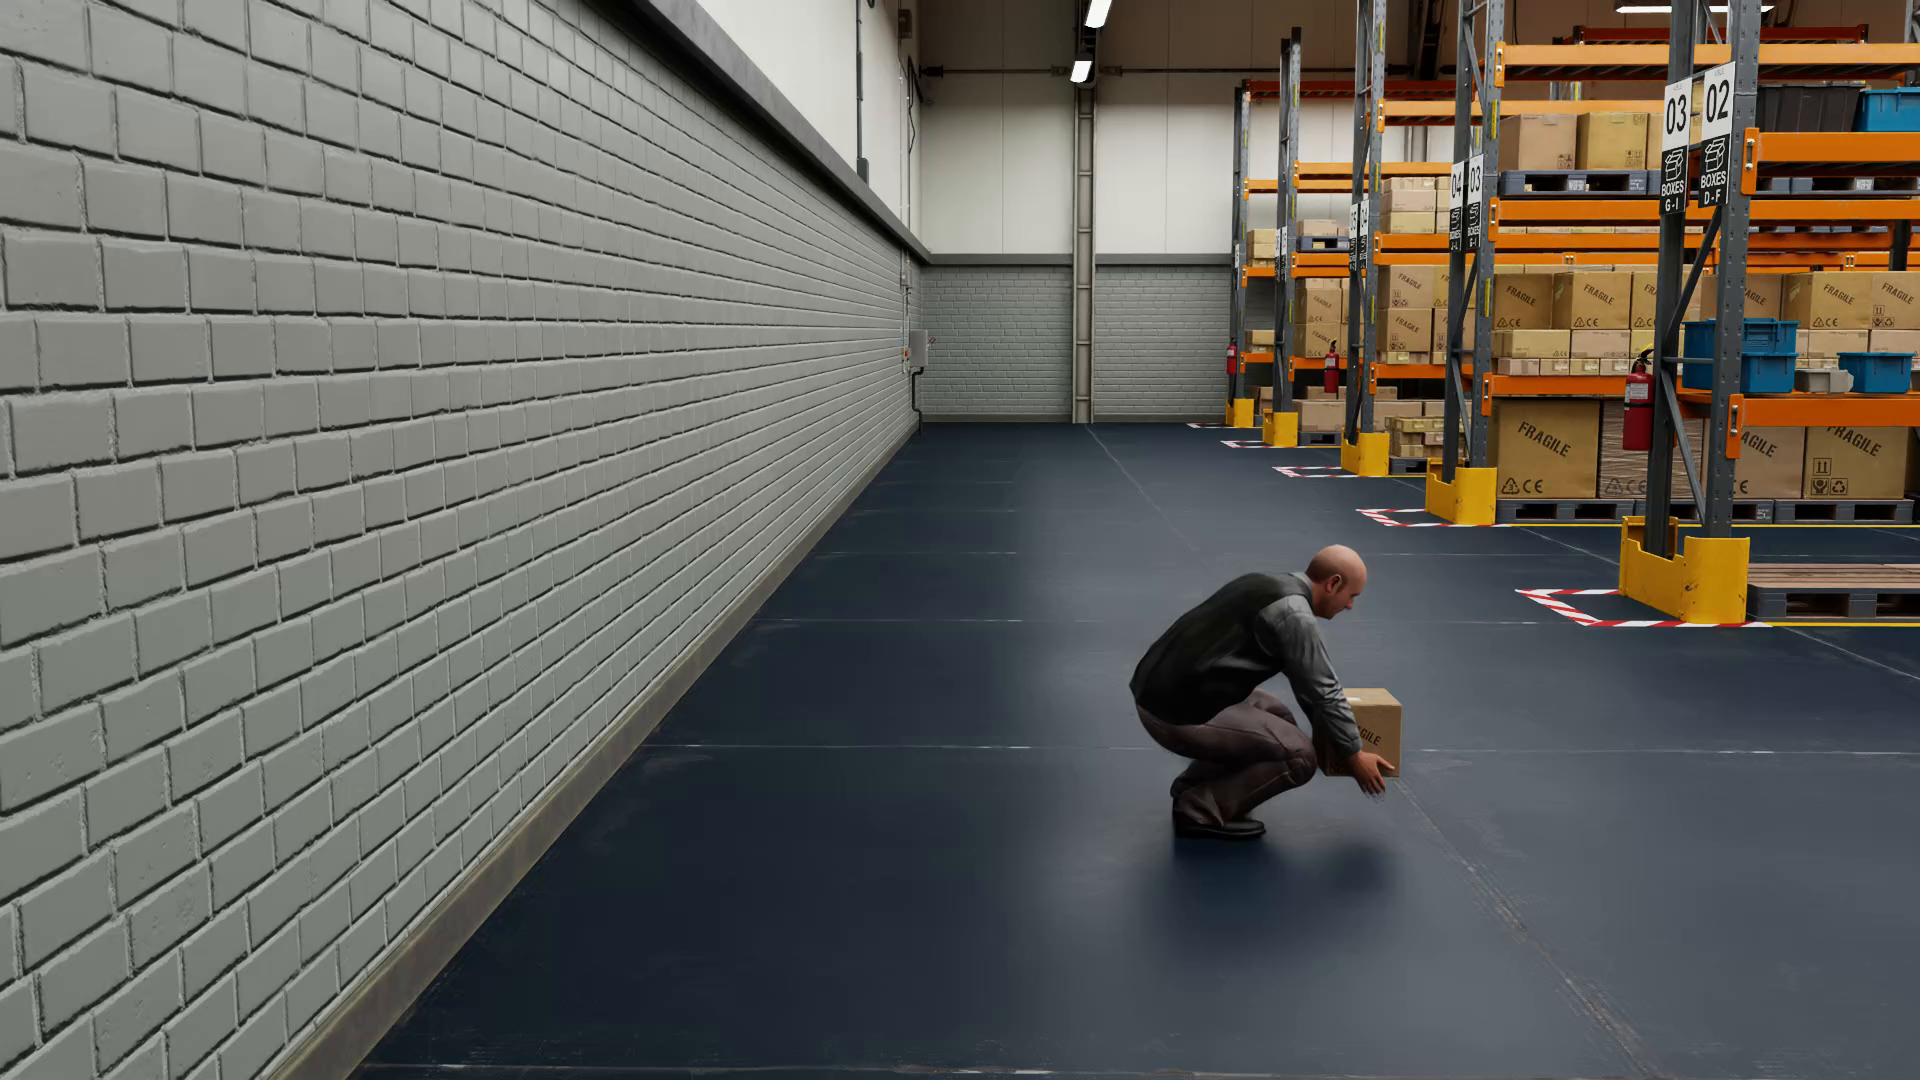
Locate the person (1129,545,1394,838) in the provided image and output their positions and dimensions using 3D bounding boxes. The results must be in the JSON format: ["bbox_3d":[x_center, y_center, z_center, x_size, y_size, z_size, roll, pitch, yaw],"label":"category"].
[{"bbox_3d":[1.033,0.504,5.696,0.856,0.973,0.520,0,7,0],"label":"person"}]
